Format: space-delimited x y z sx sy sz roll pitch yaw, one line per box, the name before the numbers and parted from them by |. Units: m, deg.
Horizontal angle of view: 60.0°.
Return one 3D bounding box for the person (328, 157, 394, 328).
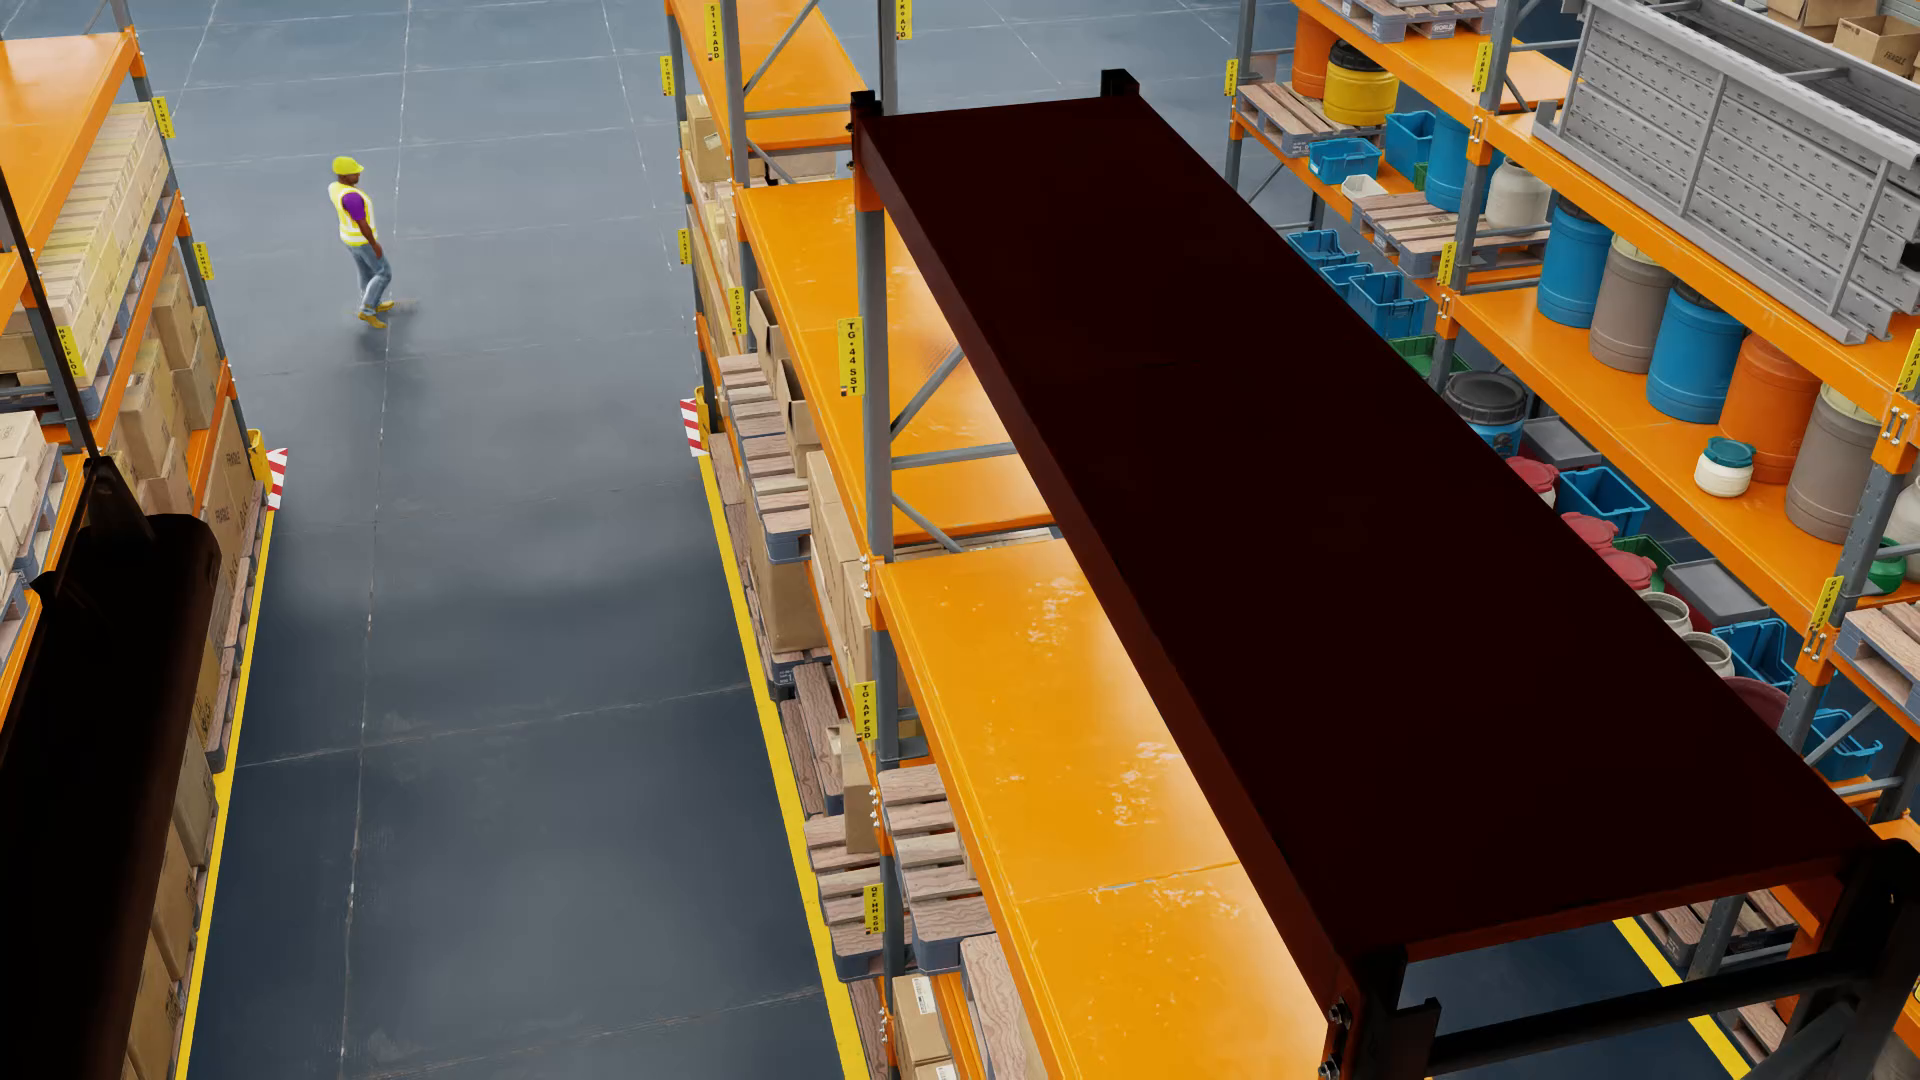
person | -6.122 -3.062 16.988 0.499 1.786 0.575 -24 41 -31
